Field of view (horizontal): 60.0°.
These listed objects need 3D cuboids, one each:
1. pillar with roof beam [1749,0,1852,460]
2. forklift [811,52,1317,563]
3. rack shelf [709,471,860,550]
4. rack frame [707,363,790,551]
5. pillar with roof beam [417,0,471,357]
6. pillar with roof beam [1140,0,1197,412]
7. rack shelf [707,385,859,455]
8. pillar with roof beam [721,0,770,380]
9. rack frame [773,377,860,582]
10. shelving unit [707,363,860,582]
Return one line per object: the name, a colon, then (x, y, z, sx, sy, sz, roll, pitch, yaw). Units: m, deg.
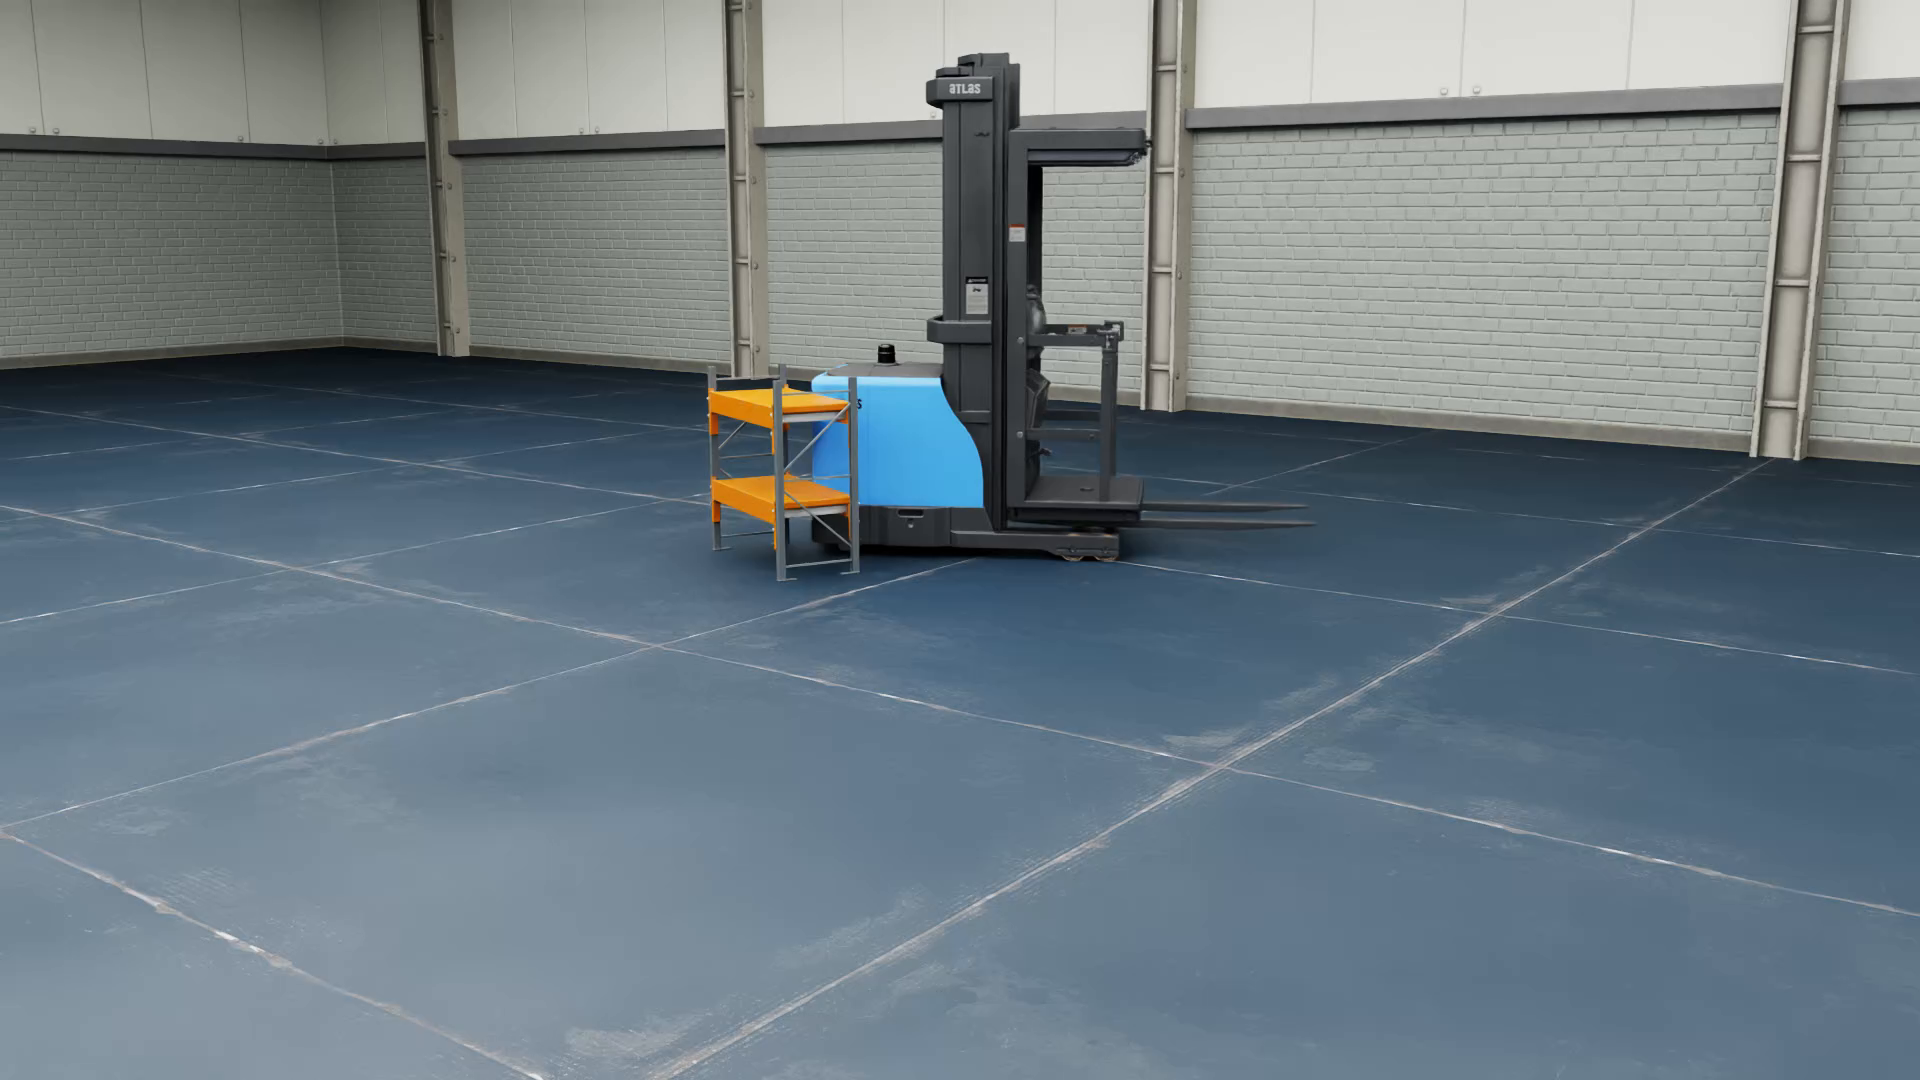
pillar with roof beam: (4.454, -4.475, 9.971, 0.400, 9.000, 9.100, 8, 13, 36)
forklift: (0.653, -1.412, 10.114, 3.031, 2.935, 1.130, 1, 11, 7)
rack shelf: (-1.049, -0.188, 9.827, 0.538, 0.278, 1.000, -6, 12, -28)
rack frame: (-1.294, -0.513, 10.218, 0.500, 1.125, 0.032, -6, 12, -28)
pillar with roof beam: (-10.054, -6.499, 20.432, 0.400, 9.000, 9.100, 8, 13, 36)
pillar with roof beam: (-0.382, -5.150, 13.458, 0.400, 9.000, 9.100, 8, 13, 36)
rack shelf: (-1.049, -0.715, 9.725, 0.538, 0.278, 1.000, -6, 12, -28)
pillar with roof beam: (-5.218, -5.824, 16.945, 0.400, 9.000, 9.100, 8, 13, 36)
rack frame: (-0.803, -0.343, 9.343, 0.500, 1.125, 0.032, -6, 12, -28)
shelving unit: (-1.049, -0.428, 9.781, 0.538, 1.125, 1.048, -6, 12, -28)
